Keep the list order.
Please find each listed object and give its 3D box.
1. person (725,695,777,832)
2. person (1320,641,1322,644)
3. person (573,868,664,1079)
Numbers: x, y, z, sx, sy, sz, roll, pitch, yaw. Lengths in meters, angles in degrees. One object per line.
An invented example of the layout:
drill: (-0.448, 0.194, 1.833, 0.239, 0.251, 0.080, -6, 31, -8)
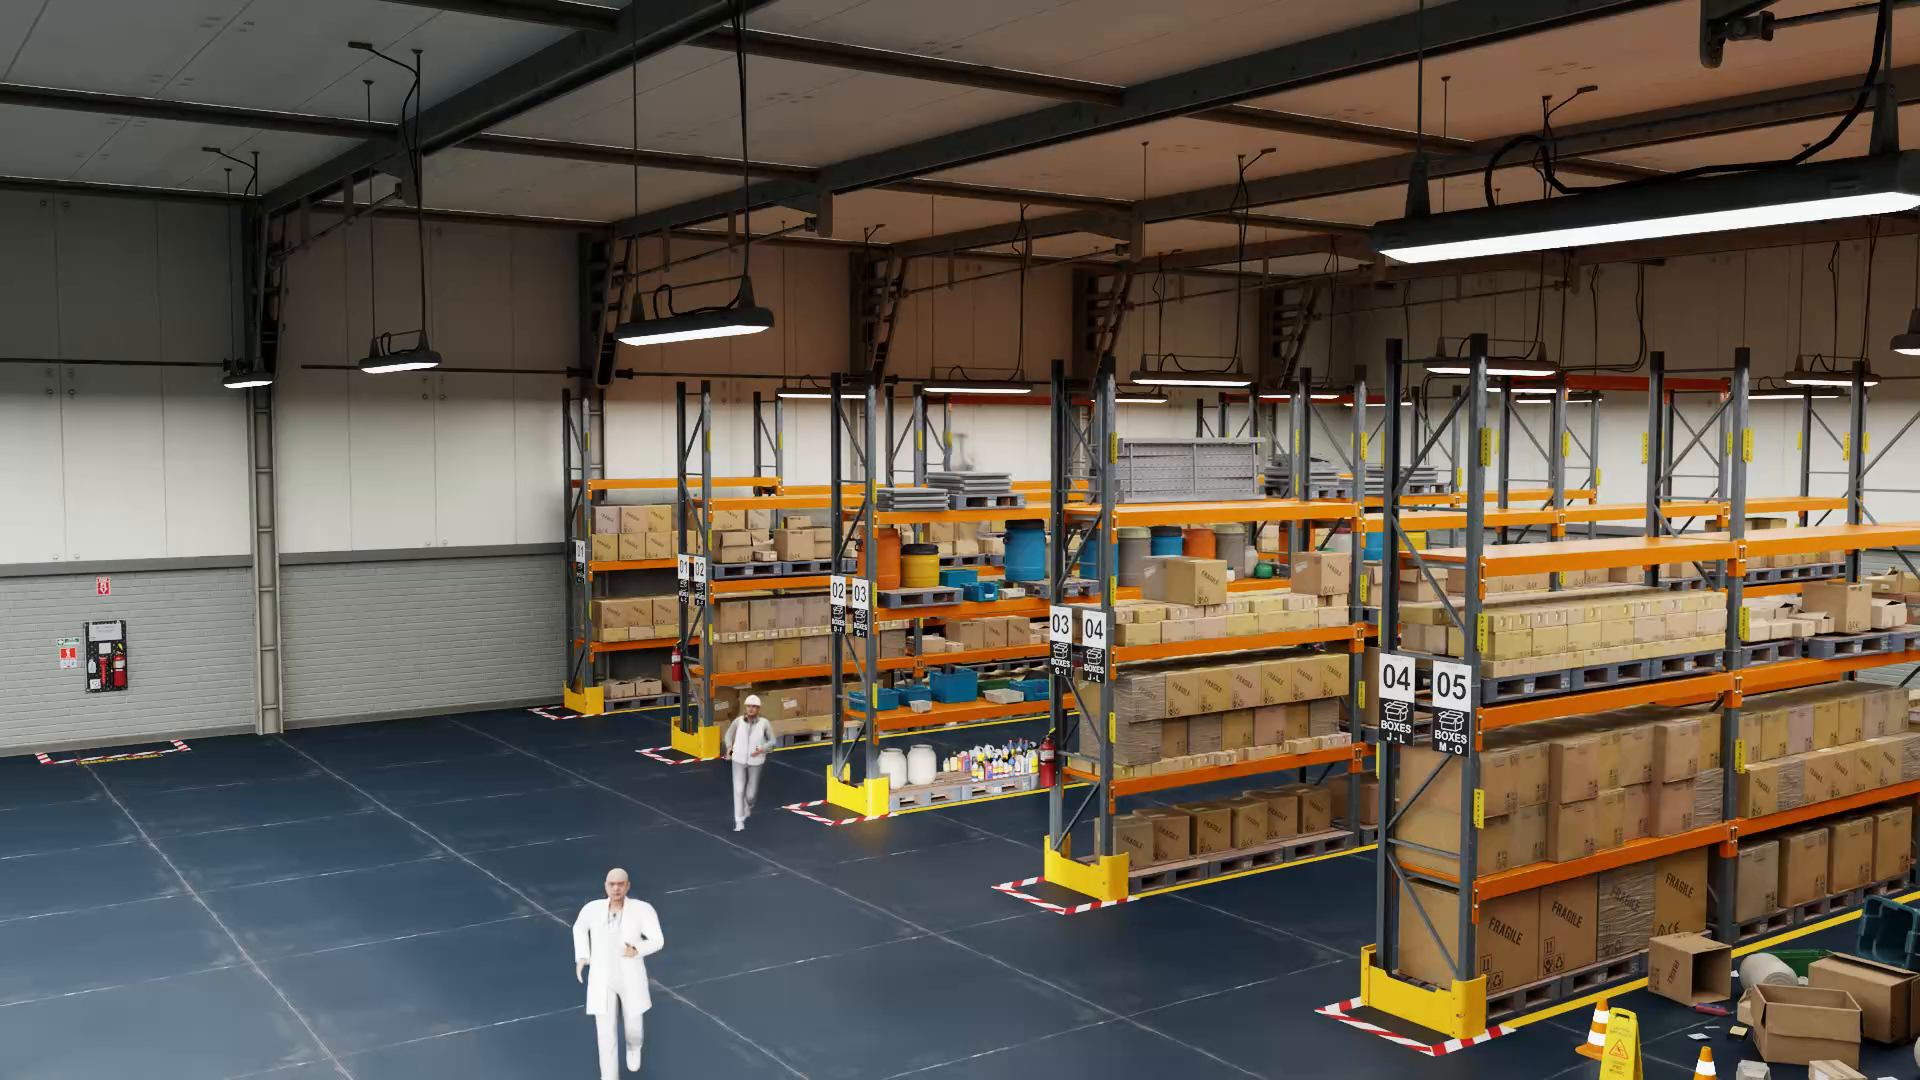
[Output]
person: (-2.758, 2.909, 21.880, 0.690, 1.744, 0.738, 0, 4, -2)
person: (7.143, 2.315, 32.411, 0.579, 1.551, 0.522, -3, 5, -39)
person: (-2.667, 3.433, 12.958, 0.713, 1.754, 1.035, 0, 4, -8)
